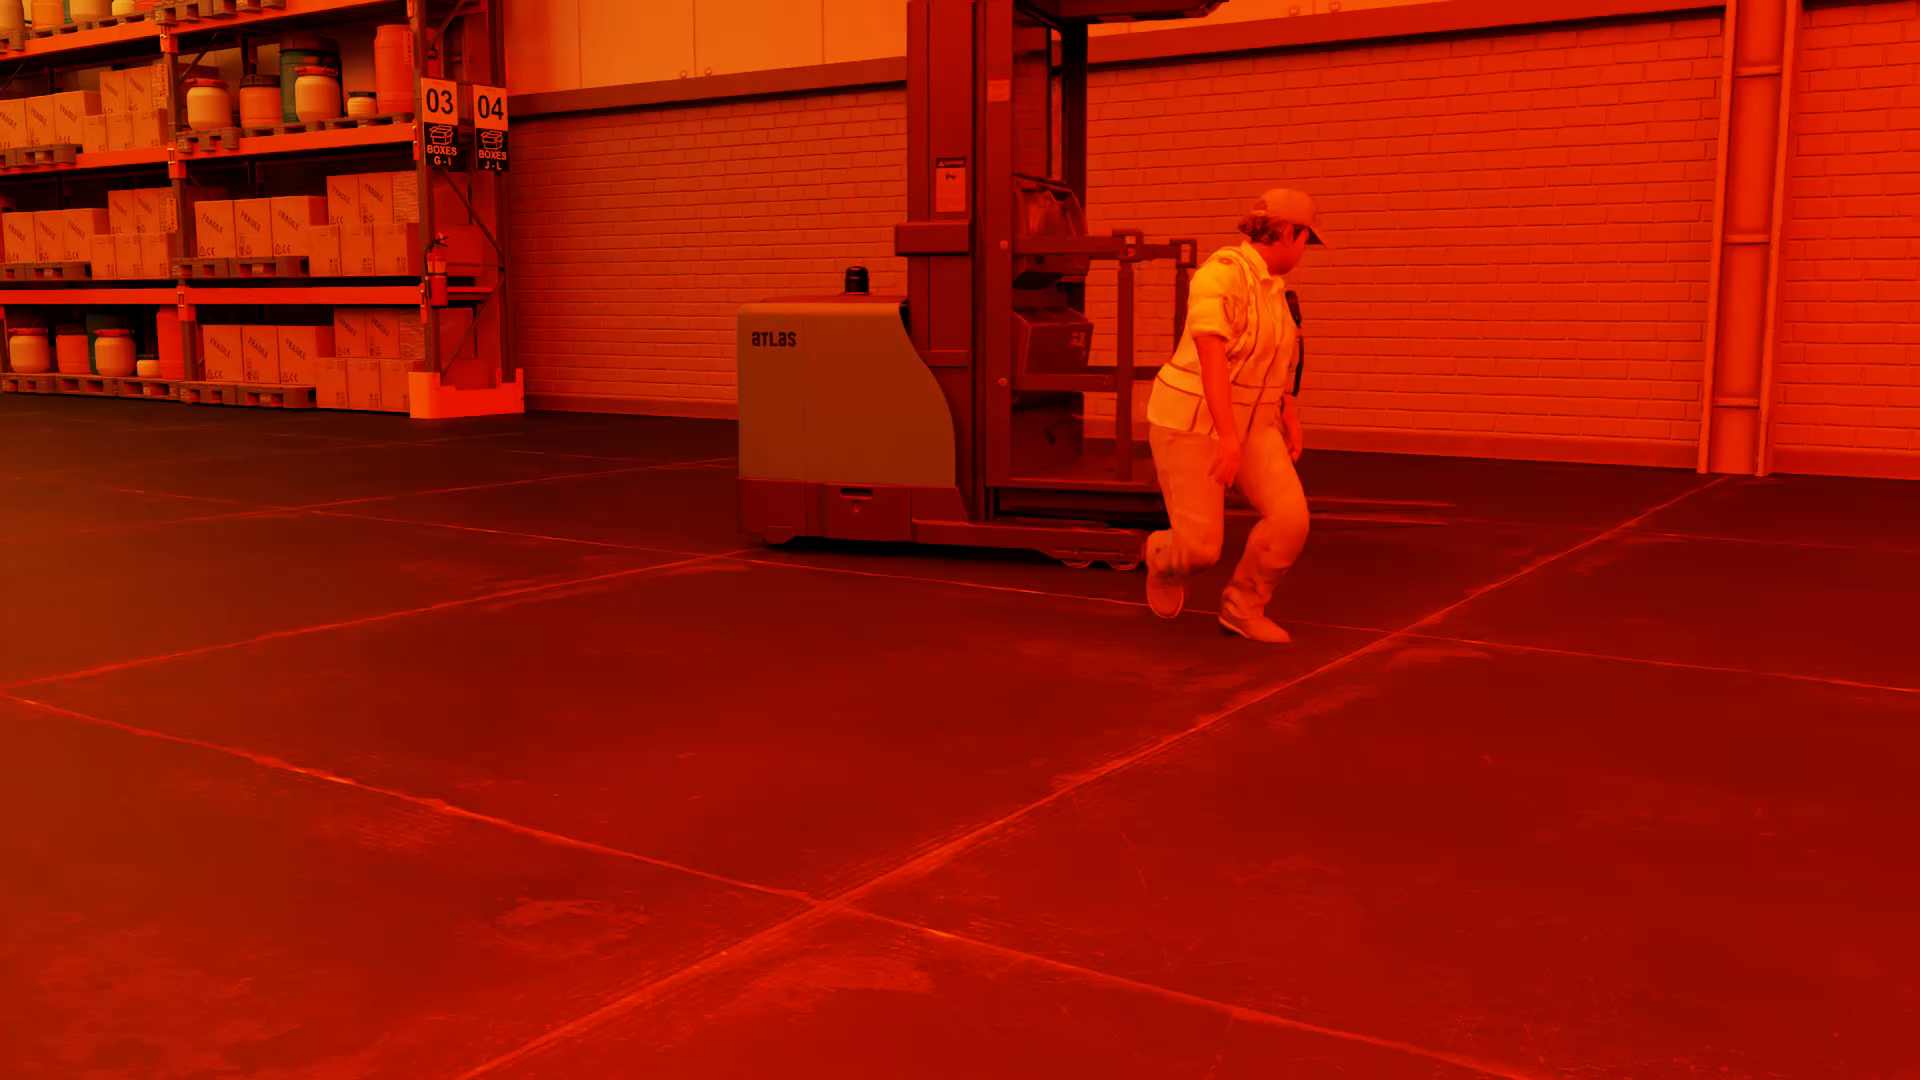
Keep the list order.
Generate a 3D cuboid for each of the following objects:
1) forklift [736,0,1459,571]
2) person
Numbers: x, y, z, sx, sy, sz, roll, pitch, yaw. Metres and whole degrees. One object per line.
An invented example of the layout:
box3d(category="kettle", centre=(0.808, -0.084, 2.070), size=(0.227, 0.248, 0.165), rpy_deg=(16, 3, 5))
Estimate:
box3d(category="forklift", centre=(0.583, -1.409, 7.101), size=(3.031, 2.935, 1.130), rpy_deg=(3, 9, 20))
box3d(category="person", centre=(0.888, -0.397, 5.398), size=(0.633, 1.452, 0.683), rpy_deg=(-5, 9, -31))
